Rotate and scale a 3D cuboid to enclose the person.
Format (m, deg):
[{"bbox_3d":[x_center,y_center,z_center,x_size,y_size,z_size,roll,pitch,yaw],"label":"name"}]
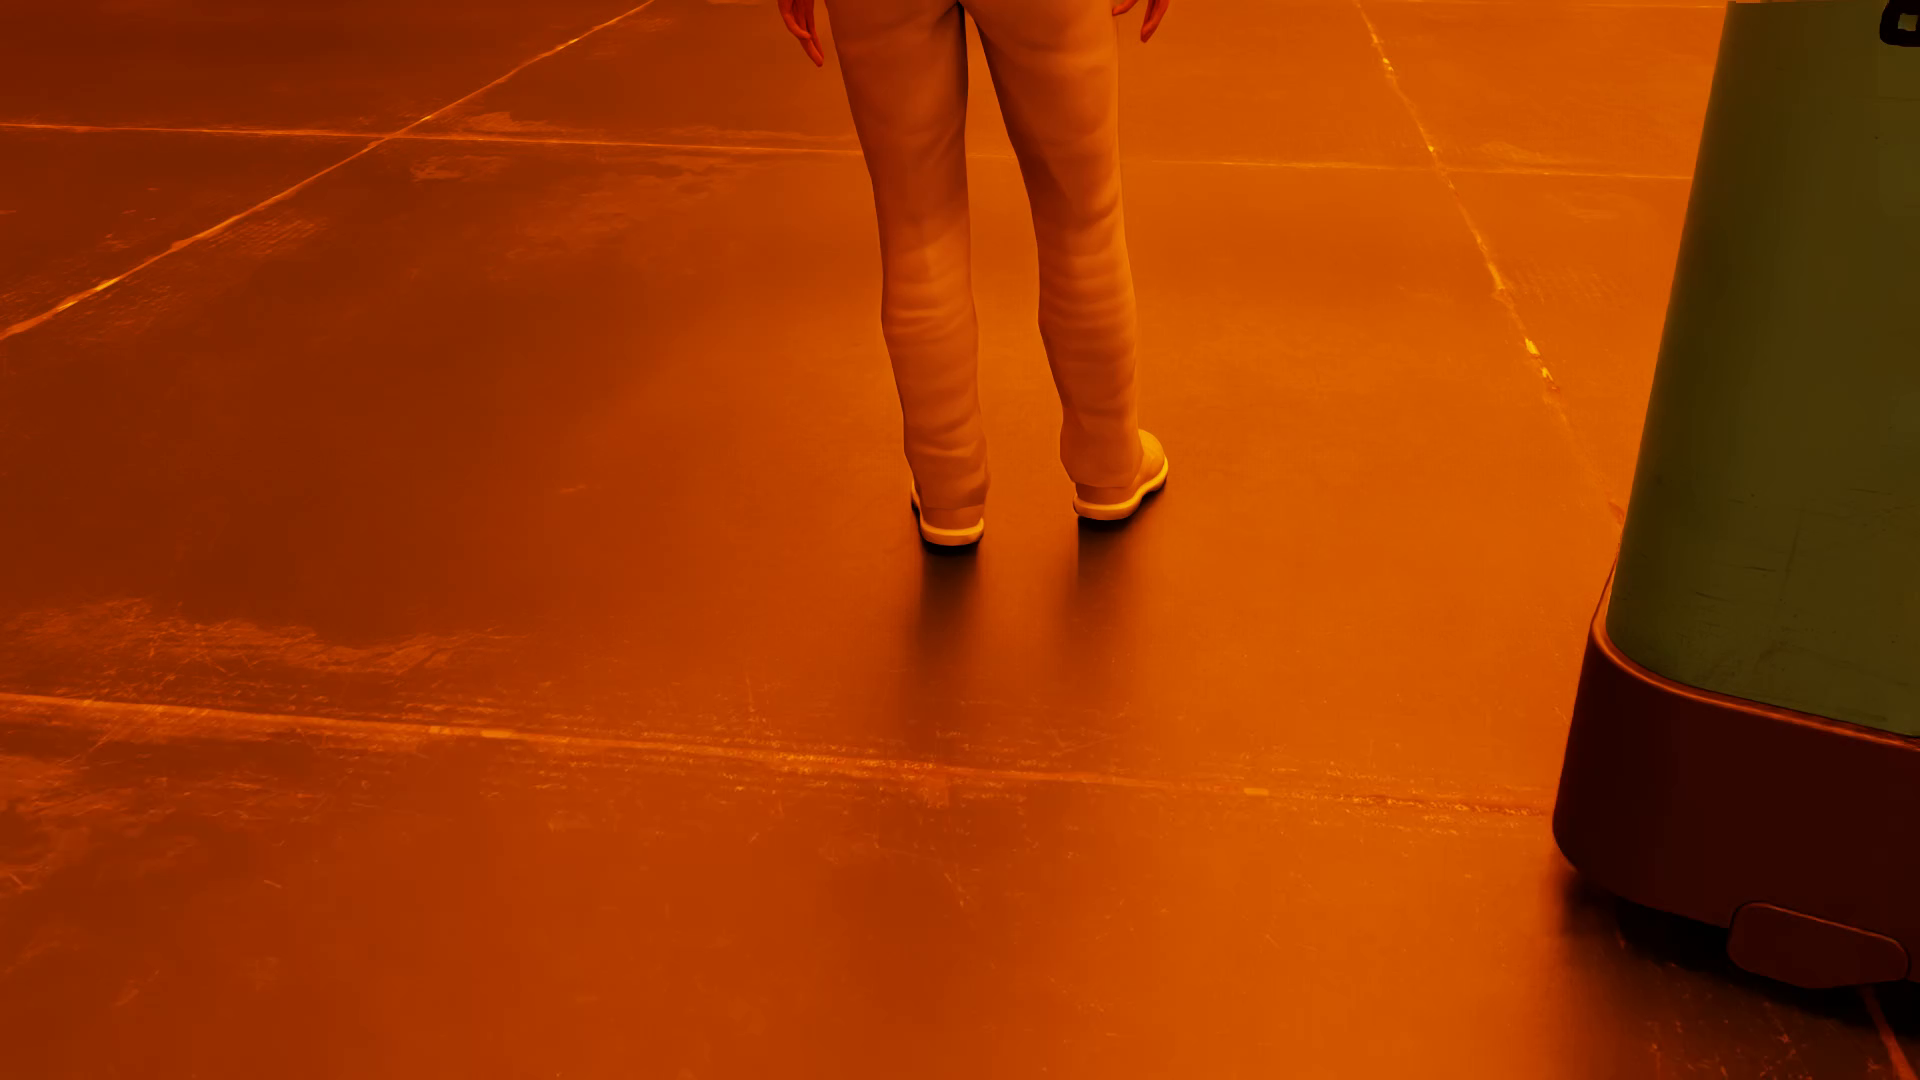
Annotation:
[{"bbox_3d":[0.012,-0.797,2.109,0.510,1.628,0.394,3,27,7],"label":"person"}]

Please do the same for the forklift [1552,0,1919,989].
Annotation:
[{"bbox_3d":[2.160,-0.804,0.828,3.031,2.935,1.130,13,29,25],"label":"forklift"}]
